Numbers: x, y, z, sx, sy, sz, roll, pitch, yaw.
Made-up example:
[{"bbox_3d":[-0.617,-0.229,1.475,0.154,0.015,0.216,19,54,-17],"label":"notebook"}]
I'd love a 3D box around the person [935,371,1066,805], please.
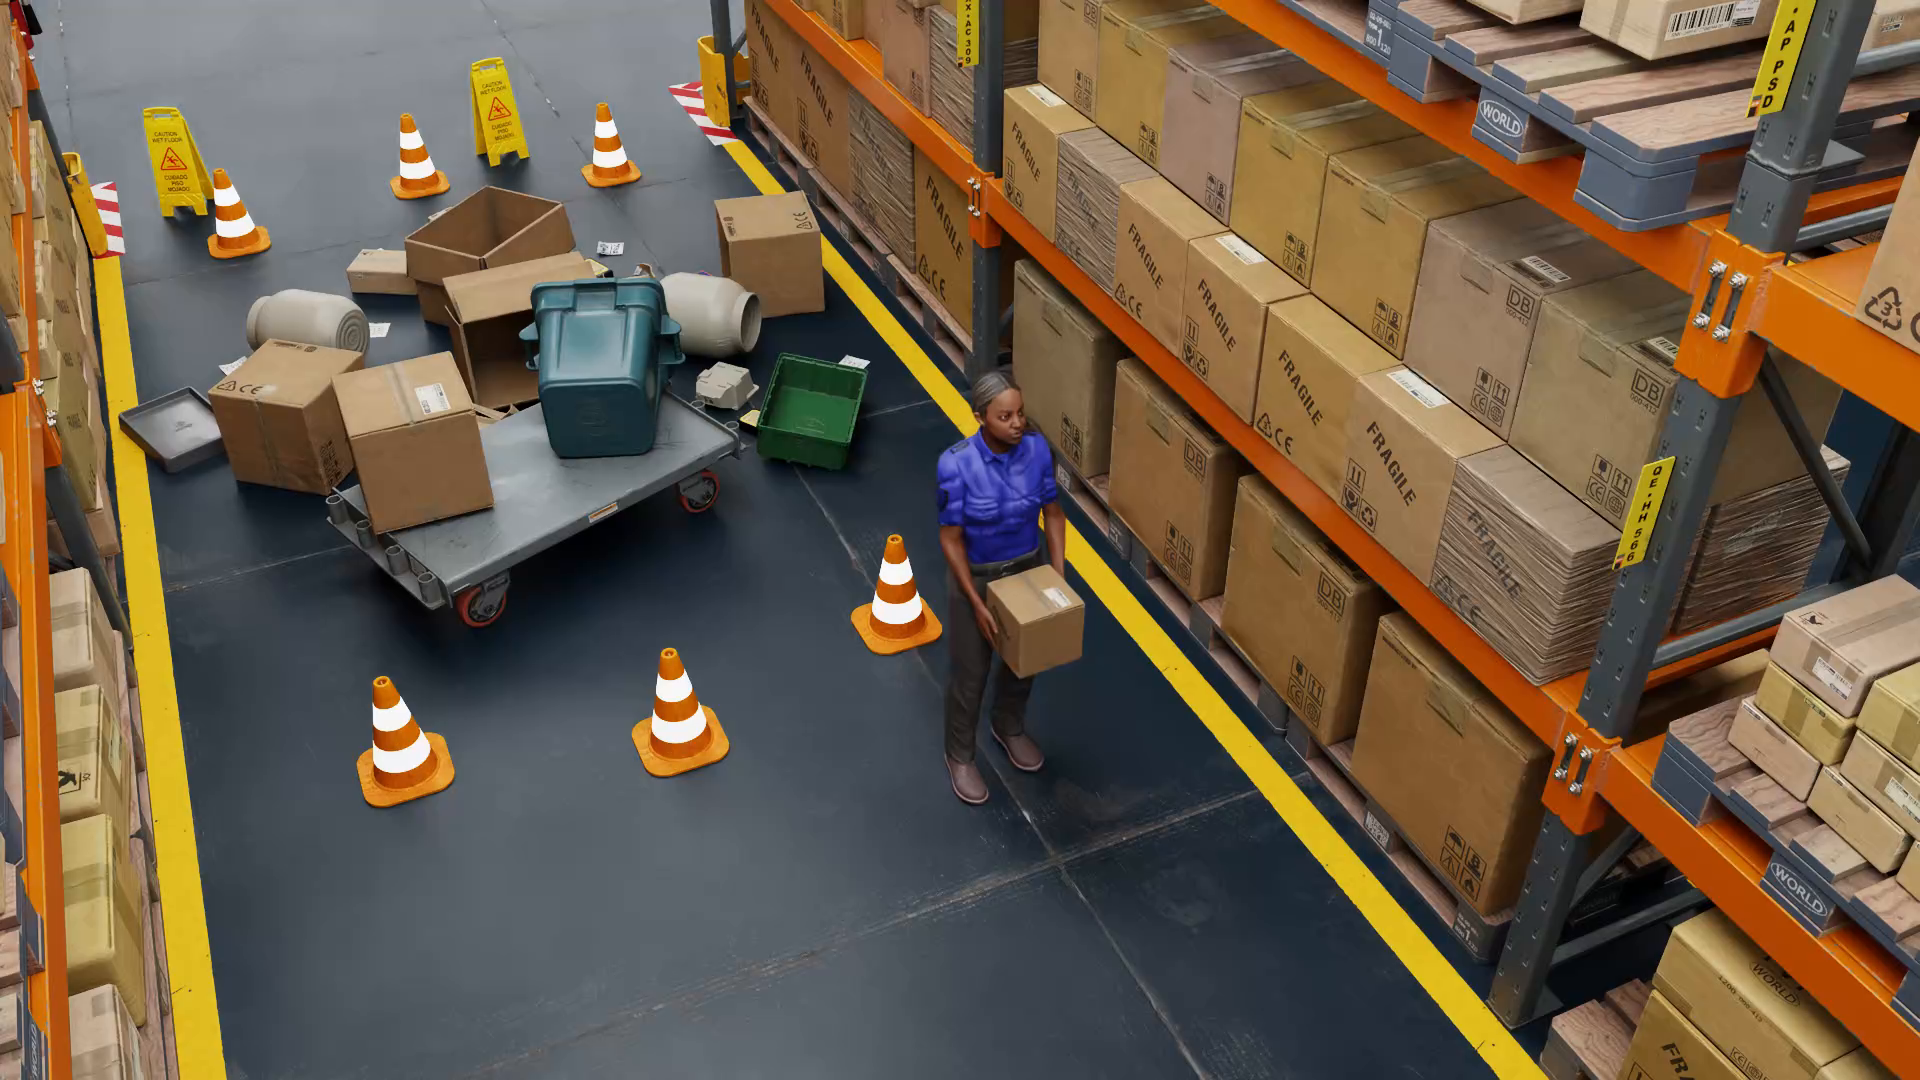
[{"bbox_3d":[0.161,0.180,5.920,0.494,1.658,0.449,-16,40,-19],"label":"person"}]
